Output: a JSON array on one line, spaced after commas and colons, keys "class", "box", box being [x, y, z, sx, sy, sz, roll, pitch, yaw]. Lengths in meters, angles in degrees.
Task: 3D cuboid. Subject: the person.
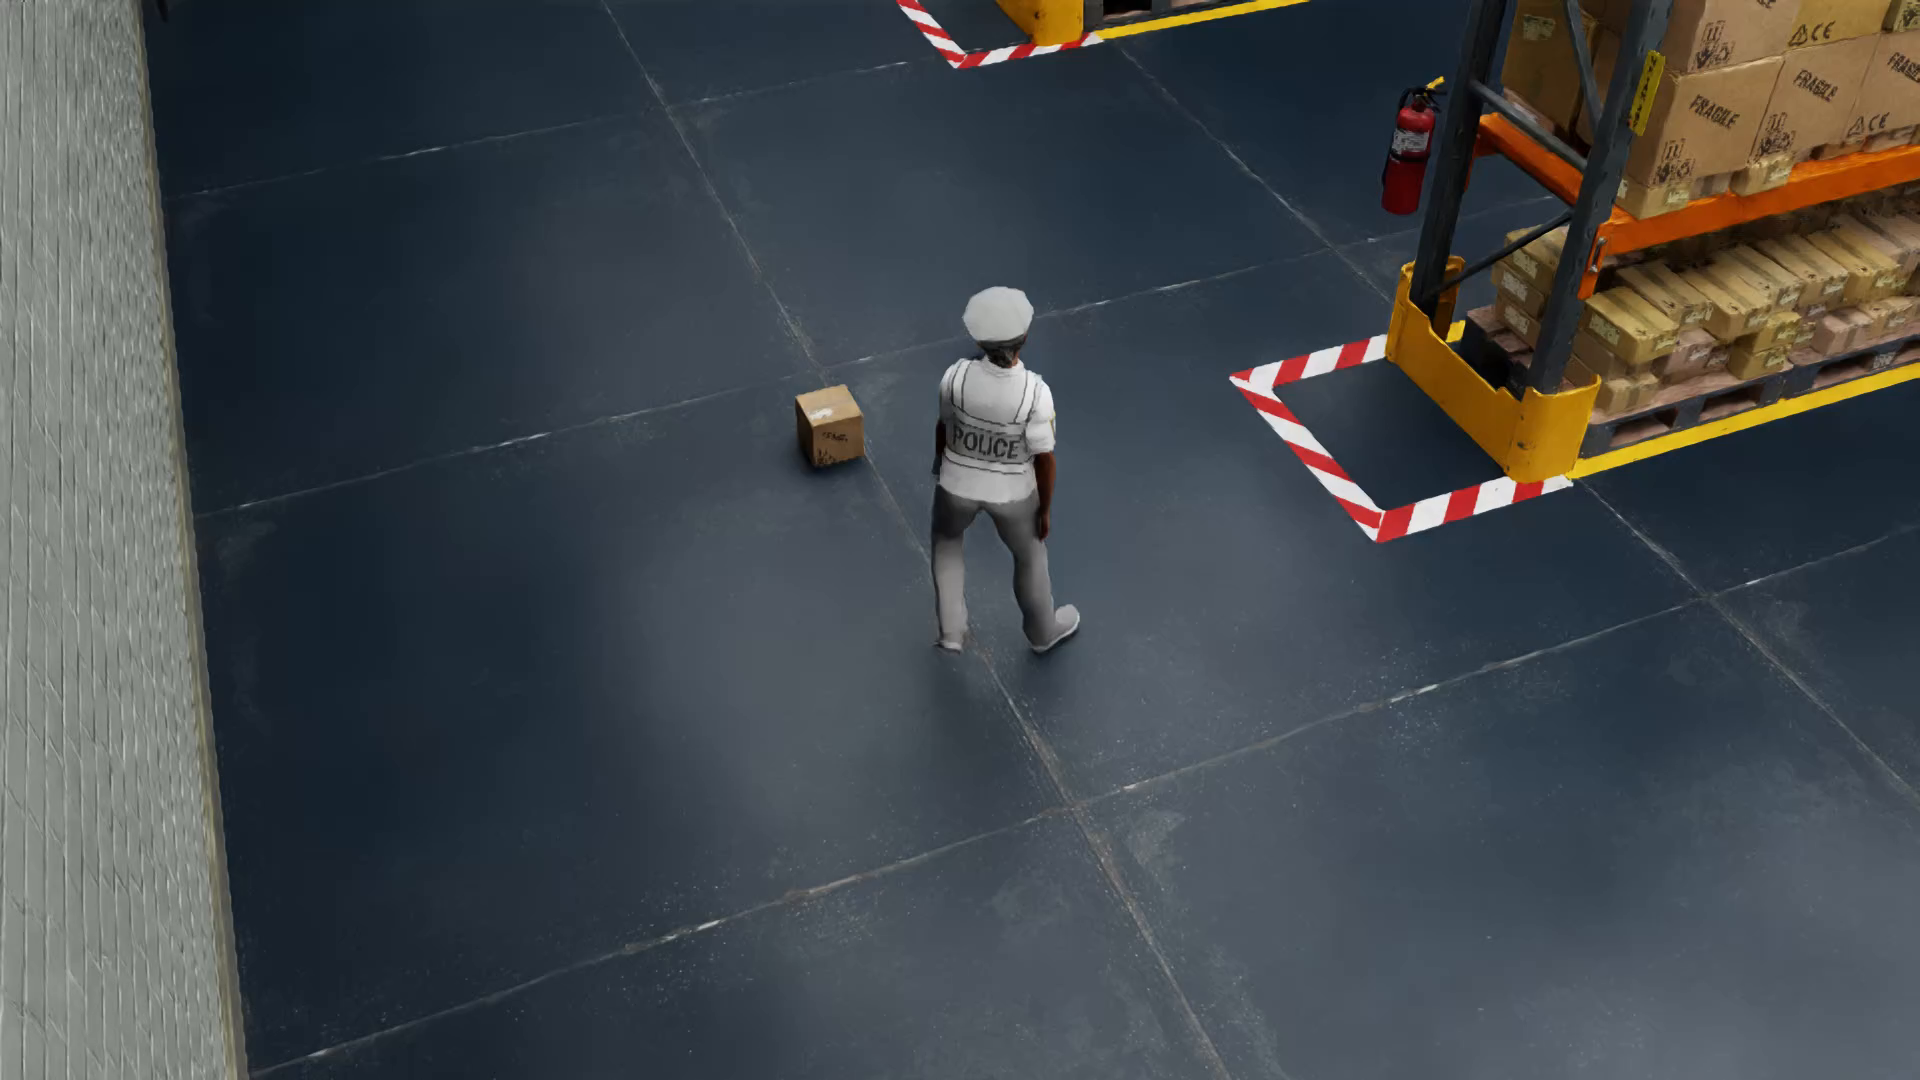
[{"class": "person", "box": [0.155, -0.171, 6.316, 0.613, 1.670, 0.556, 8, 43, 9]}]
